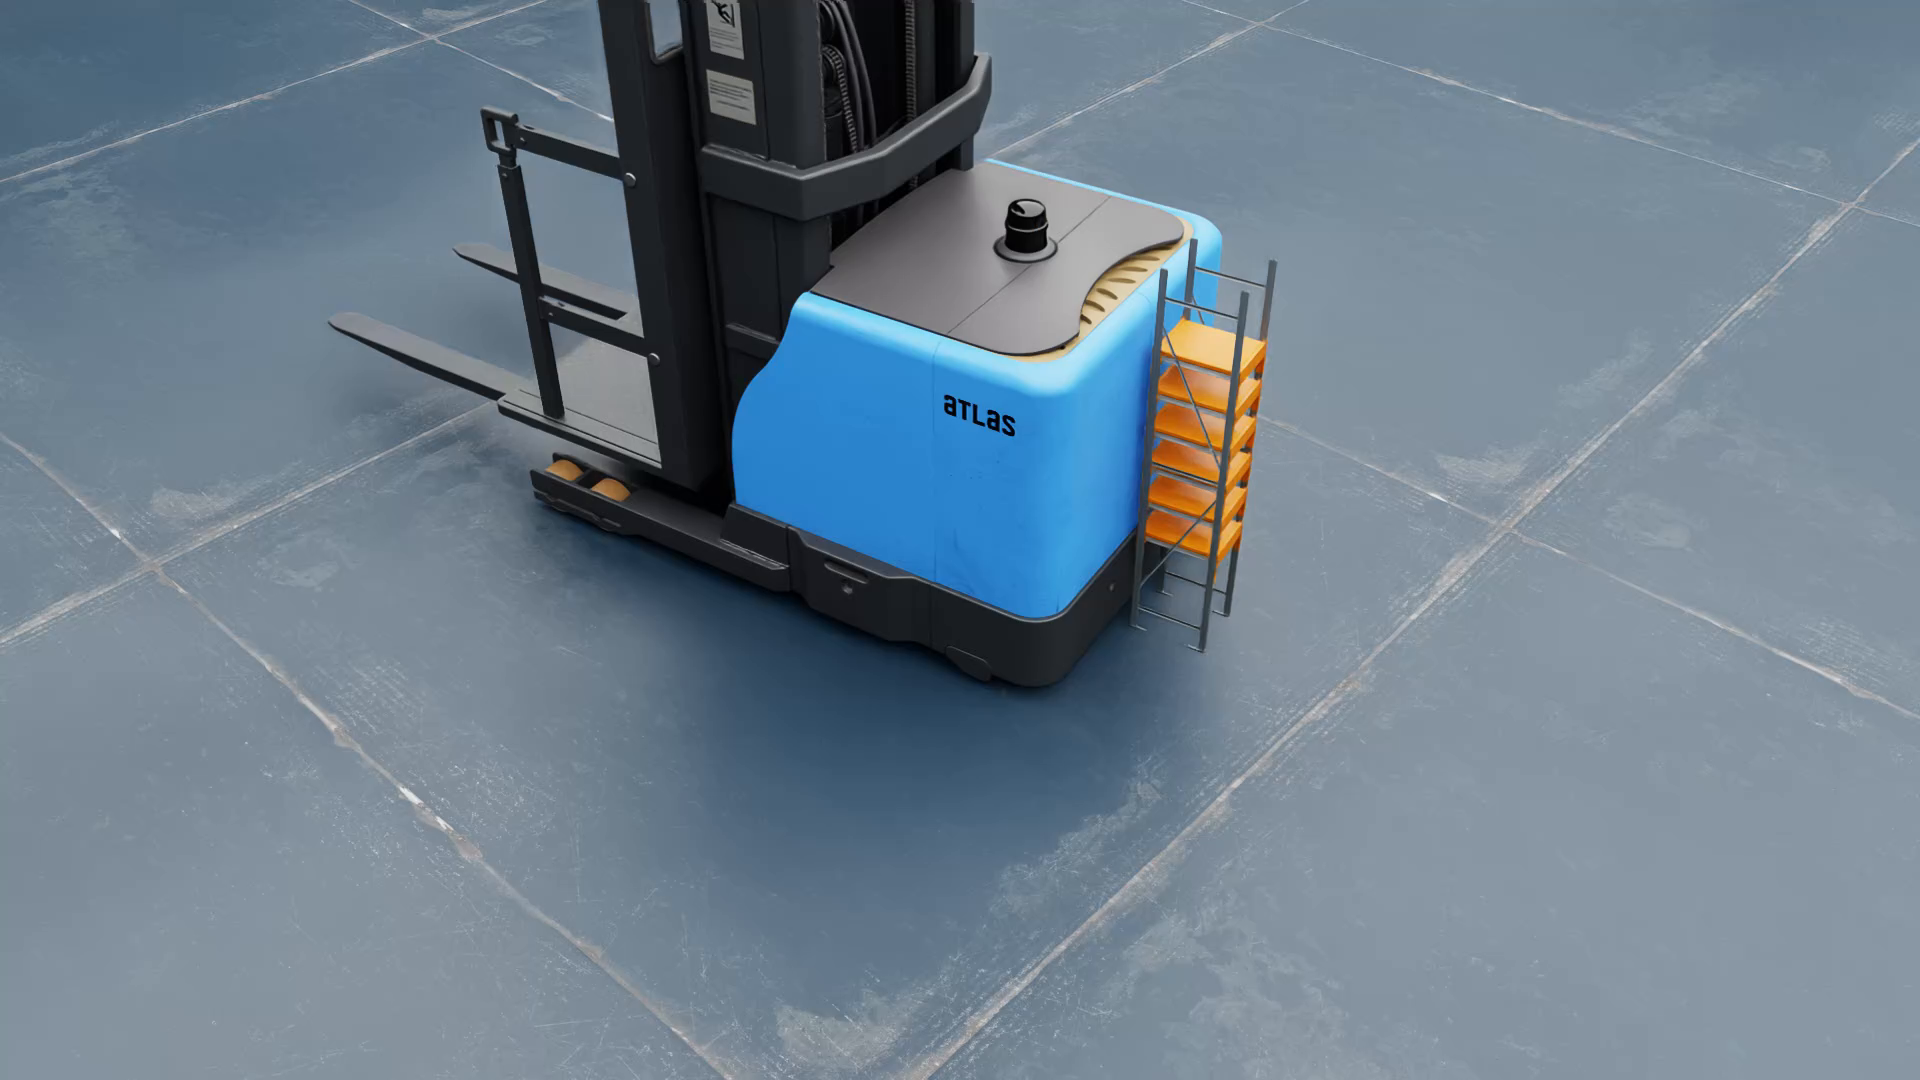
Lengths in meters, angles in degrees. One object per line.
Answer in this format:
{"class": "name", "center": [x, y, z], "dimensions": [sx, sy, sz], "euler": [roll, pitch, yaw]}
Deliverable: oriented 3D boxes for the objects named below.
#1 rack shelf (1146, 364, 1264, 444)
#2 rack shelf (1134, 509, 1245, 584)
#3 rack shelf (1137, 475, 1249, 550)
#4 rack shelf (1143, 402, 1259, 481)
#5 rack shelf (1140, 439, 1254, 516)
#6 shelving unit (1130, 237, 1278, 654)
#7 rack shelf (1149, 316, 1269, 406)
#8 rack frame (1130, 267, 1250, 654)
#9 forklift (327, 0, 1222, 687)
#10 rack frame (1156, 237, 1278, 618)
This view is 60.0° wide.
{"class": "rack shelf", "center": [0.654, -0.380, 4.449], "dimensions": [0.258, 0.103, 0.180], "euler": [20, 43, 23]}
{"class": "rack shelf", "center": [0.654, -0.004, 4.748], "dimensions": [0.258, 0.103, 0.180], "euler": [20, 43, 23]}
{"class": "rack shelf", "center": [0.654, -0.098, 4.673], "dimensions": [0.258, 0.103, 0.180], "euler": [20, 43, 23]}
{"class": "rack shelf", "center": [0.654, -0.286, 4.524], "dimensions": [0.258, 0.103, 0.180], "euler": [20, 43, 23]}
{"class": "rack shelf", "center": [0.654, -0.192, 4.599], "dimensions": [0.258, 0.103, 0.180], "euler": [20, 43, 23]}
{"class": "shelving unit", "center": [0.654, -0.227, 4.571], "dimensions": [0.258, 1.200, 0.189], "euler": [20, 43, 23]}
{"class": "rack shelf", "center": [0.654, -0.474, 4.375], "dimensions": [0.258, 0.103, 0.180], "euler": [20, 43, 23]}
{"class": "rack frame", "center": [0.608, -0.178, 4.509], "dimensions": [0.240, 1.200, 0.006], "euler": [20, 43, 23]}
{"class": "forklift", "center": [-0.773, -1.431, 4.694], "dimensions": [3.031, 2.935, 1.130], "euler": [21, 43, 24]}
{"class": "rack frame", "center": [0.701, -0.276, 4.633], "dimensions": [0.240, 1.200, 0.006], "euler": [20, 43, 23]}
